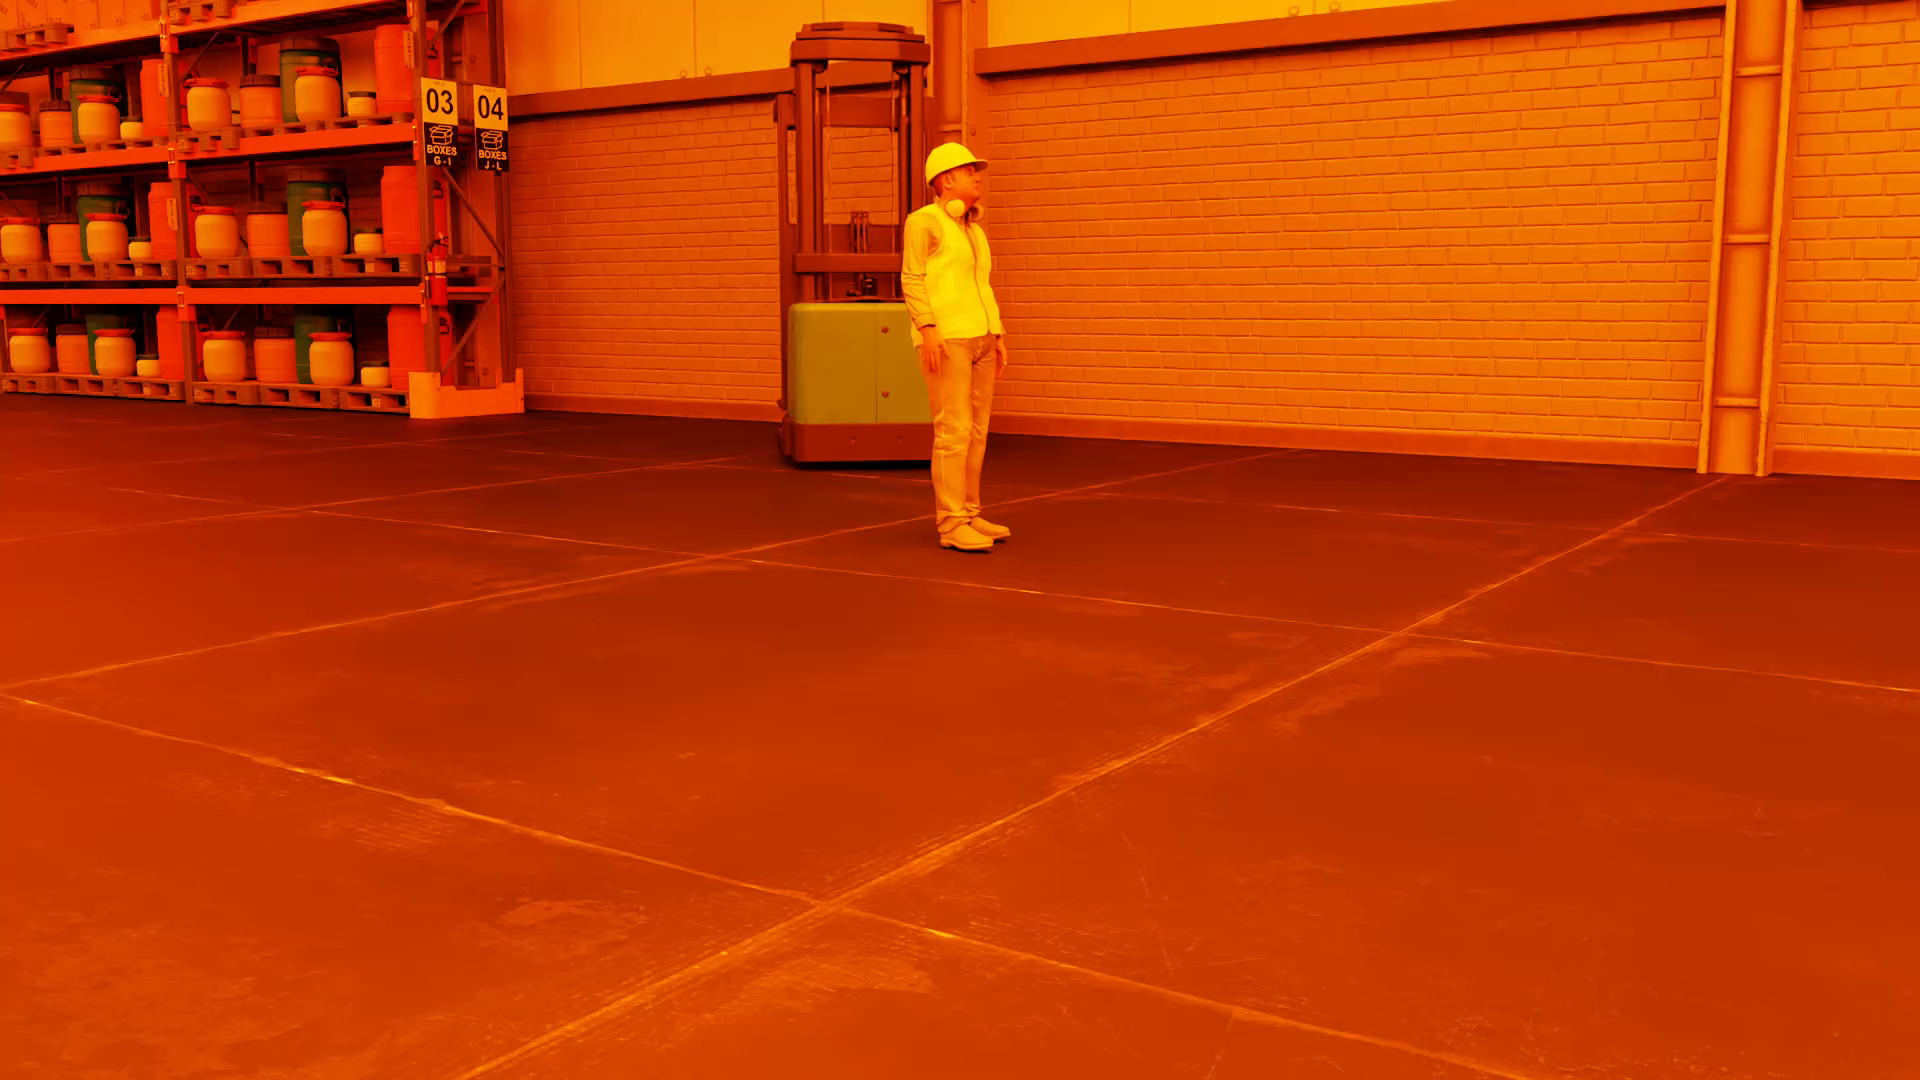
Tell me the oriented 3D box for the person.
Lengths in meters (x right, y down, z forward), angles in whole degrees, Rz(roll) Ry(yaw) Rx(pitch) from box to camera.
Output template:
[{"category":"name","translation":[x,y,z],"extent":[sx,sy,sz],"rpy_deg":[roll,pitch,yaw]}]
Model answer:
[{"category":"person","translation":[0.047,-0.880,7.437],"extent":[0.568,1.773,0.632],"rpy_deg":[5,10,34]}]

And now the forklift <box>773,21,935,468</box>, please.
[{"category":"forklift","translation":[-0.764,-2.098,11.947],"extent":[1.130,2.935,3.031],"rpy_deg":[-1,8,-9]}]
